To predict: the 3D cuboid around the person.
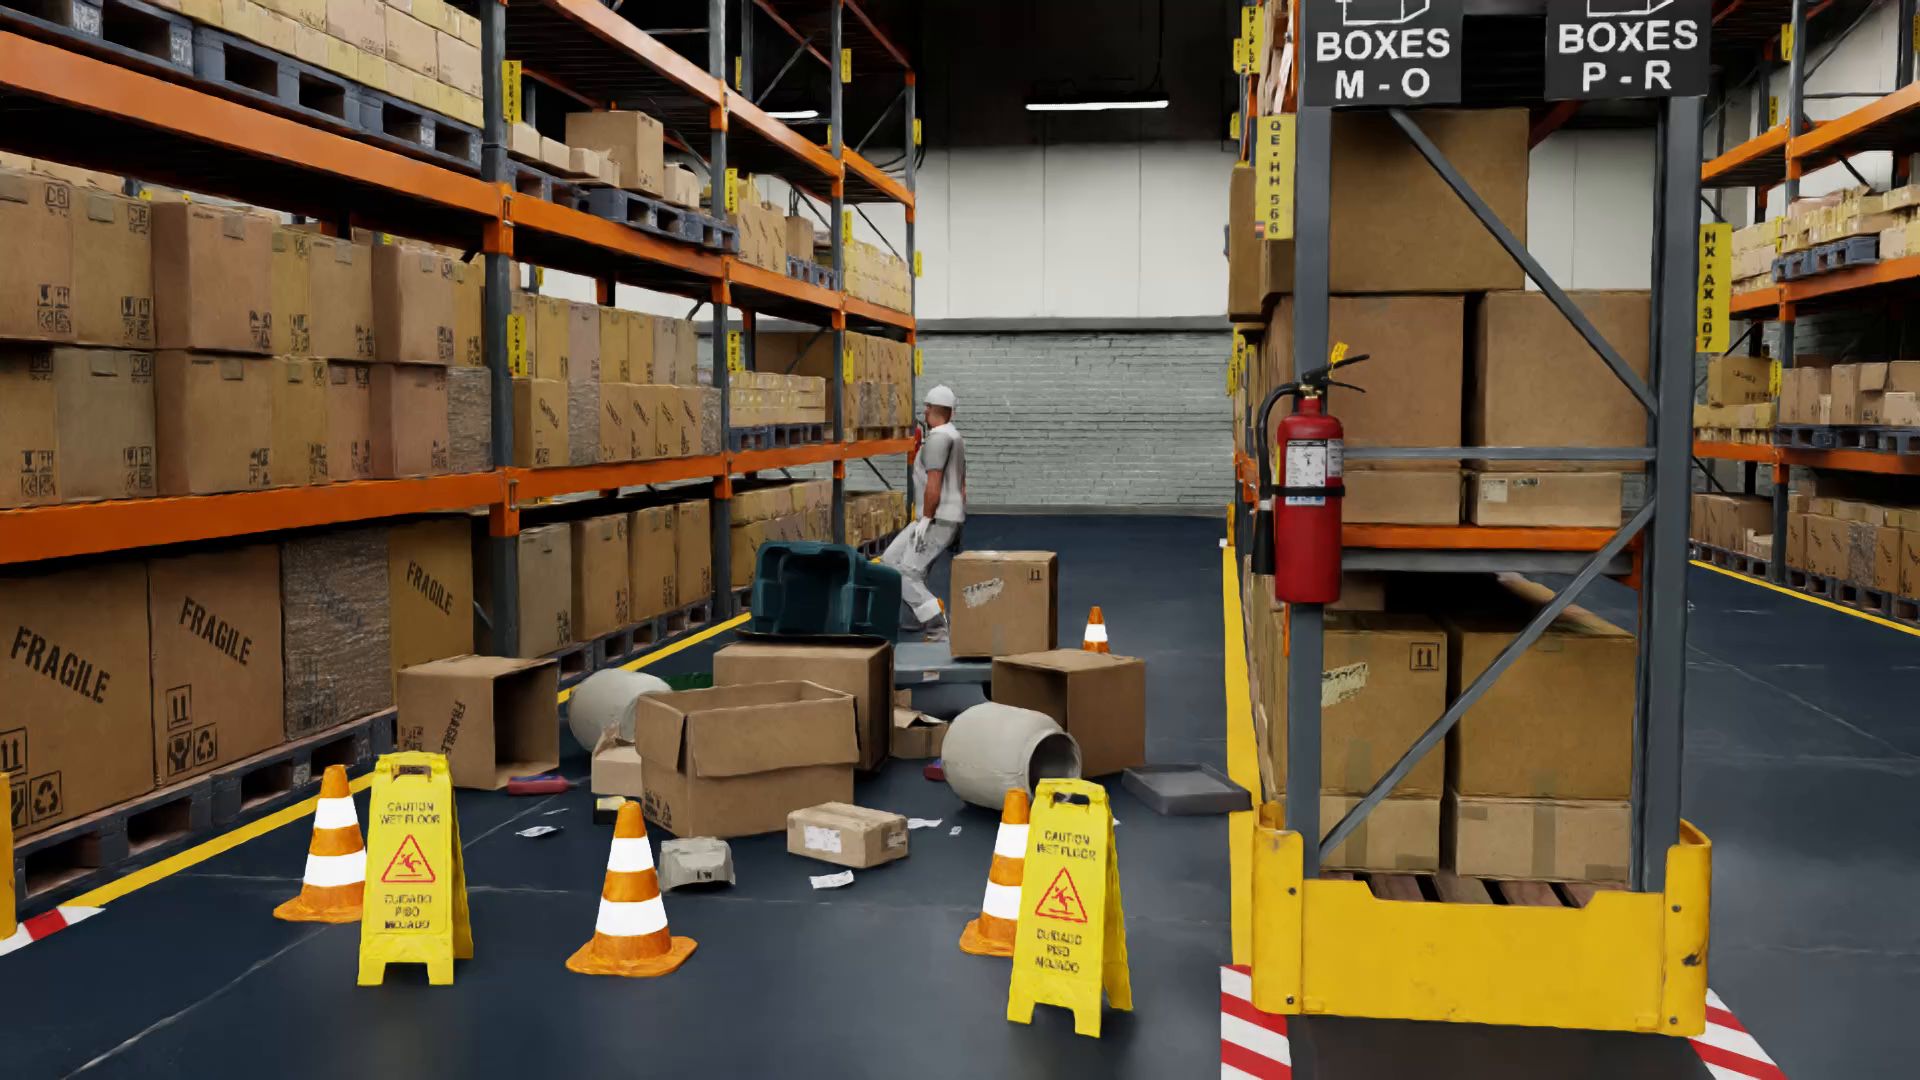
[{"bbox_3d":[-0.237,-0.077,10.364,0.533,1.772,0.677,0,4,5],"label":"person"}]
